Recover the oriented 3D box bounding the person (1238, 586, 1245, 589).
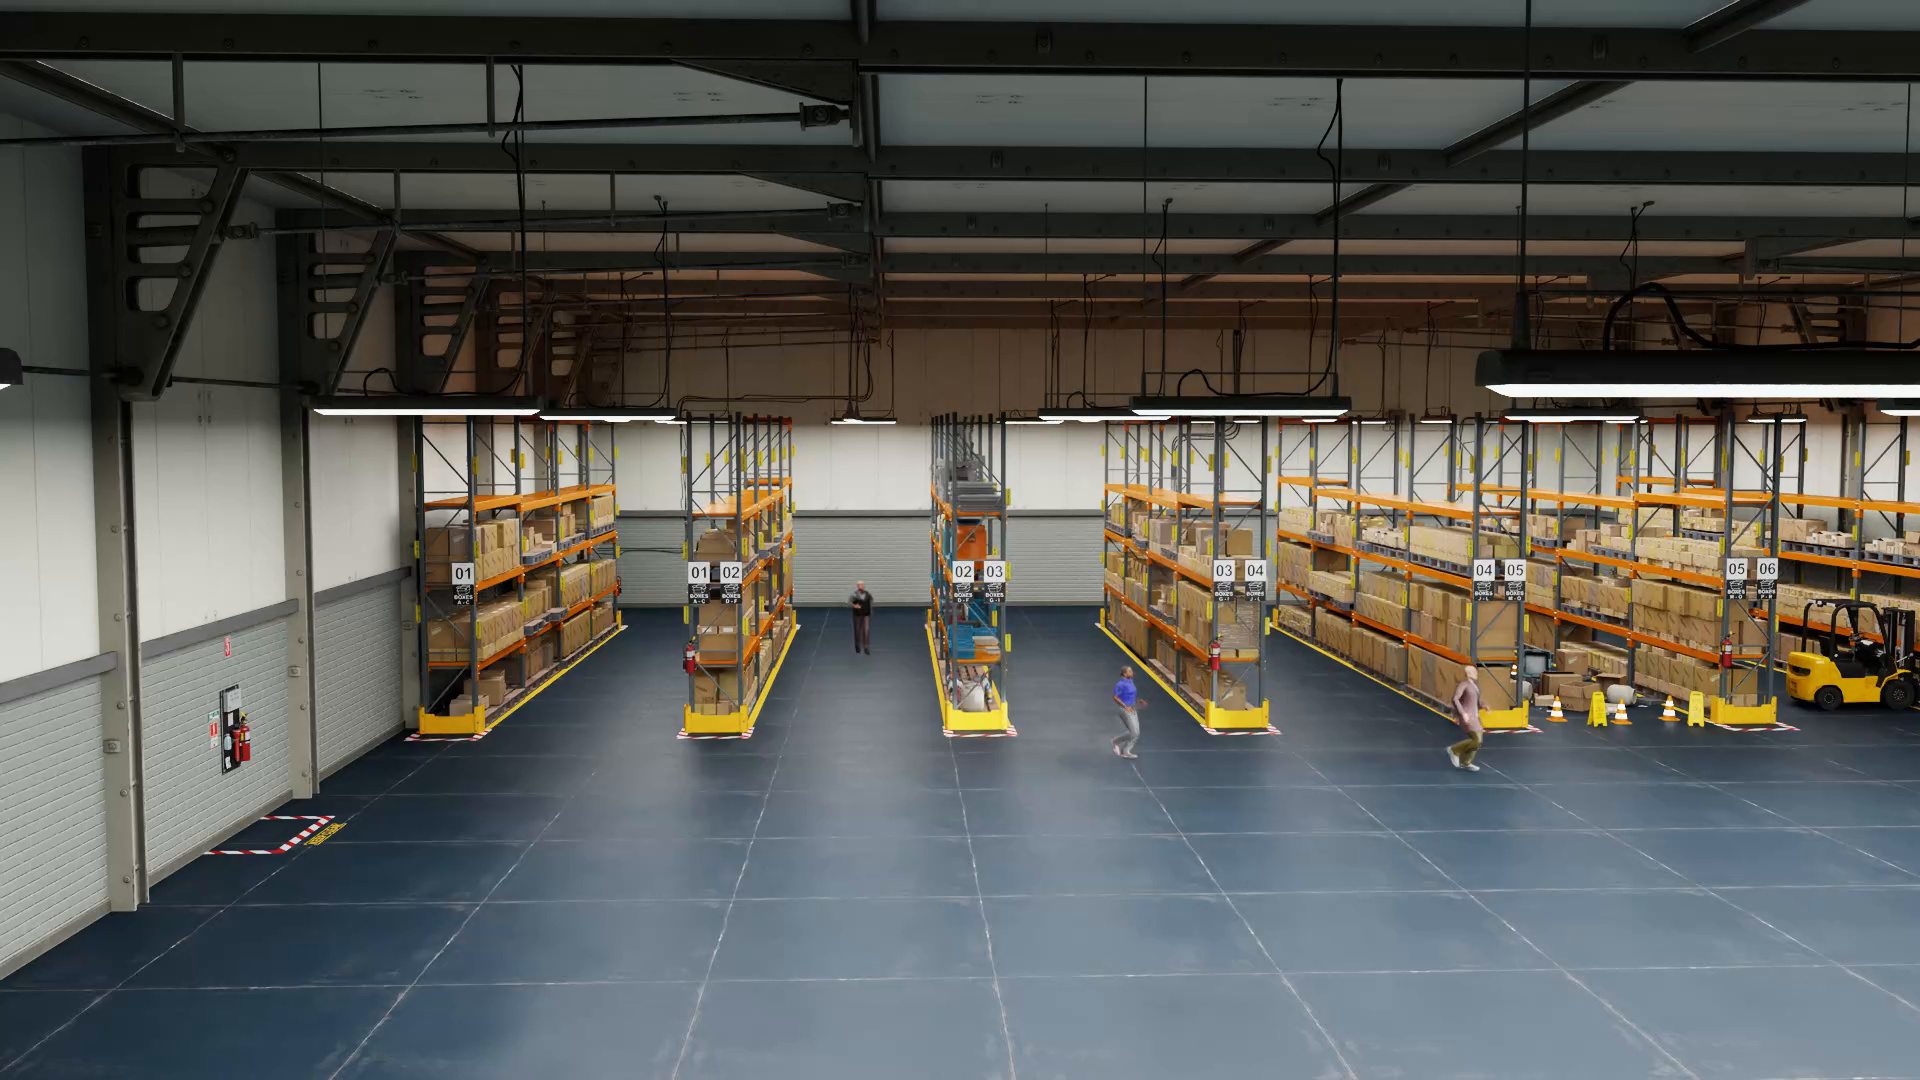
[{"bbox_3d":[7.864,1.807,46.236,0.573,1.559,0.633,0,4,6],"label":"person"}]

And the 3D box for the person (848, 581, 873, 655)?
[{"bbox_3d":[-2.362,1.857,39.773,0.662,1.760,0.901,-1,4,-13],"label":"person"}]

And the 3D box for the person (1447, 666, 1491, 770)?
[{"bbox_3d":[8.497,2.965,27.757,0.633,1.747,0.727,3,5,35],"label":"person"}]

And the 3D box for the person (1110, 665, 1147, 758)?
[{"bbox_3d":[2.908,2.964,28.693,0.575,1.605,0.572,2,4,27],"label":"person"}]
